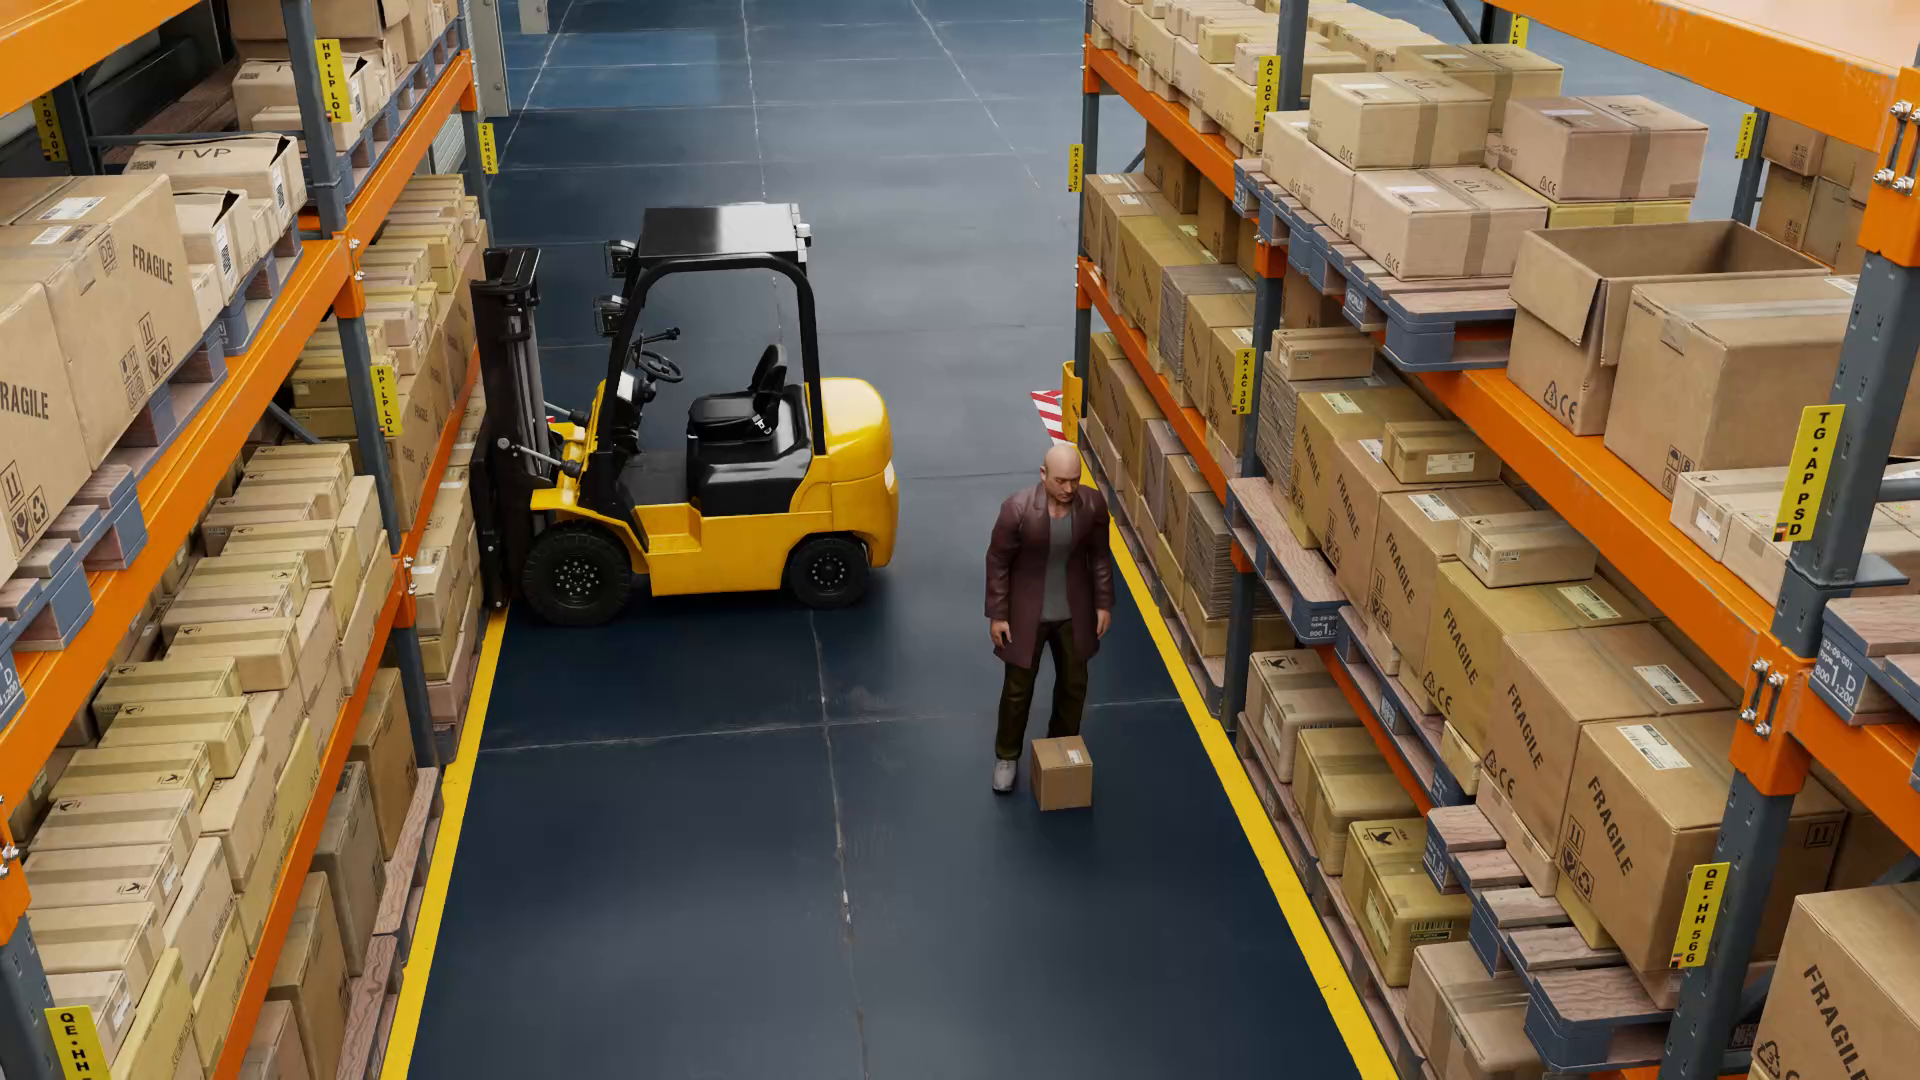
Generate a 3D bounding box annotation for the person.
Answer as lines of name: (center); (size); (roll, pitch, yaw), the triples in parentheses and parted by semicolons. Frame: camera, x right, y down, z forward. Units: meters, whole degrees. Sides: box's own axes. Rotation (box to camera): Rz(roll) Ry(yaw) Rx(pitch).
person: (0.434, 0.348, 7.945); (0.651, 1.773, 0.431); (-6, 27, -11)
